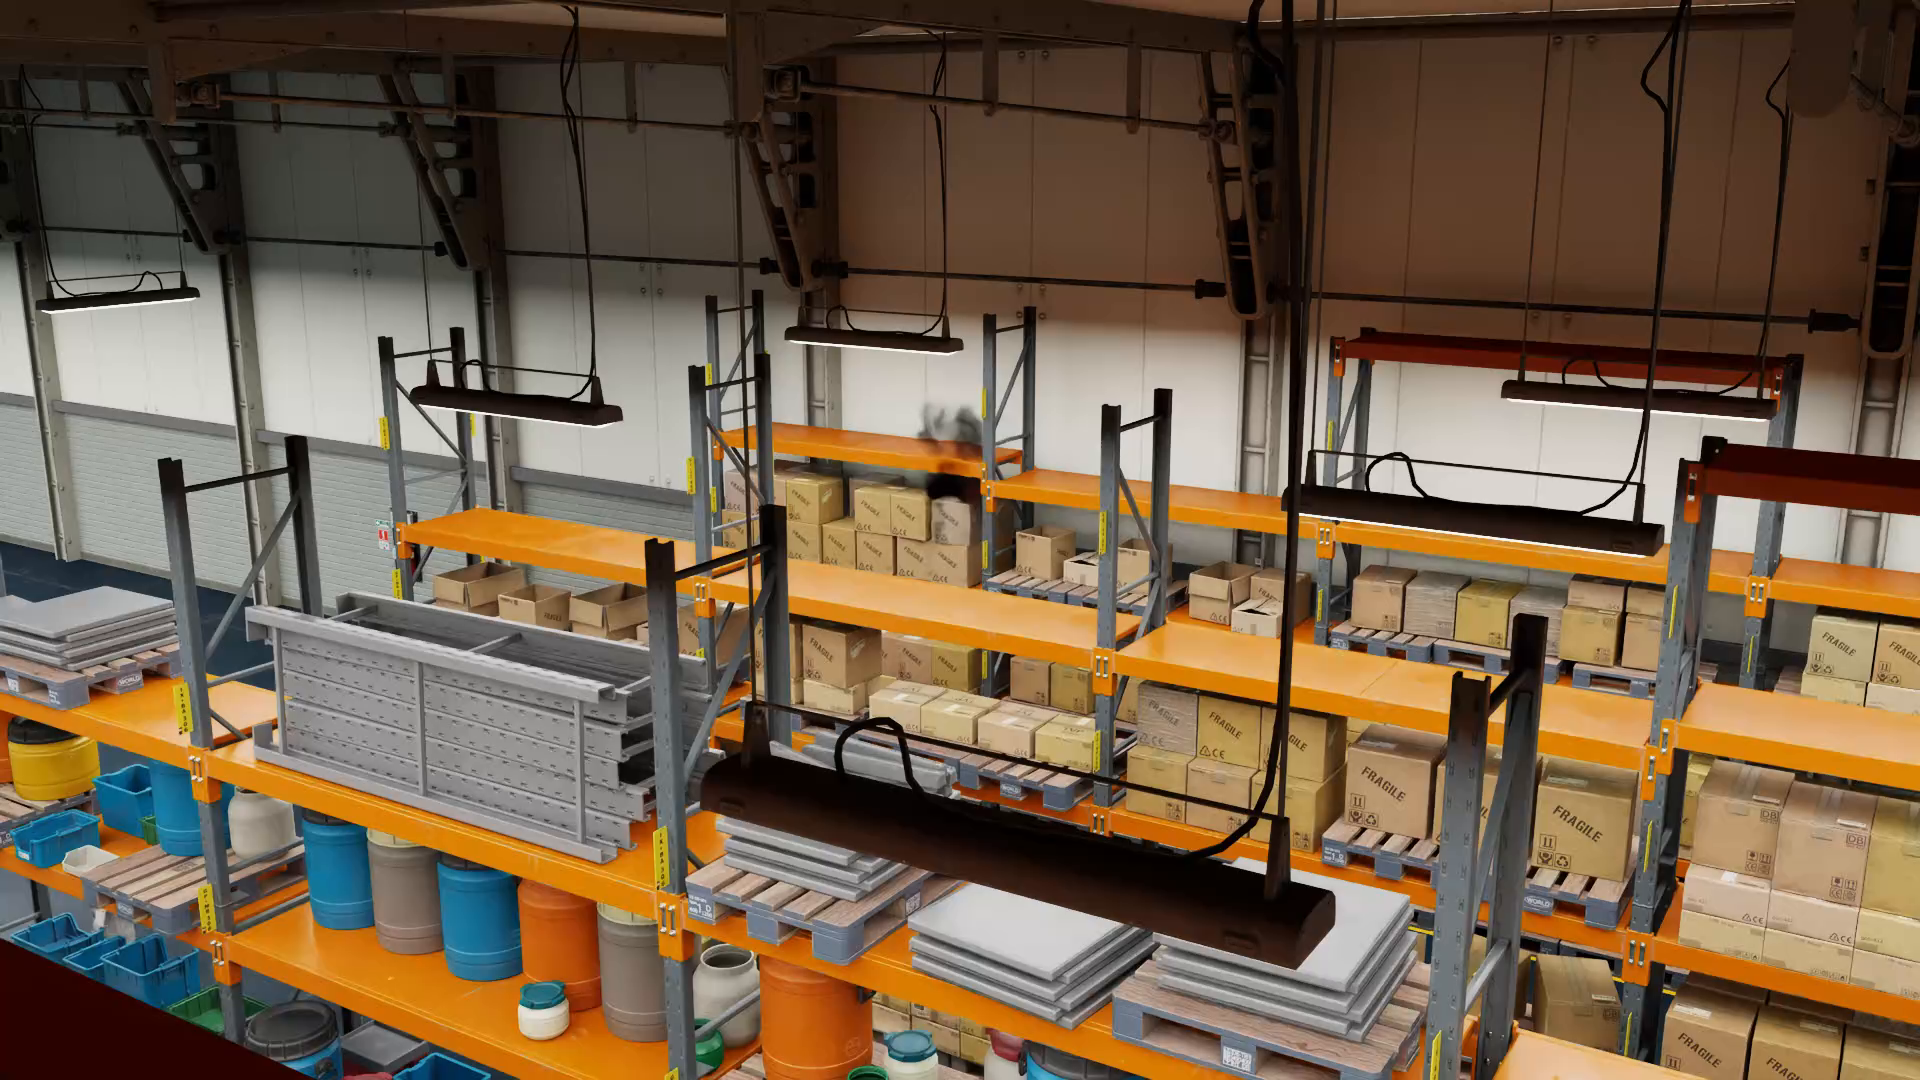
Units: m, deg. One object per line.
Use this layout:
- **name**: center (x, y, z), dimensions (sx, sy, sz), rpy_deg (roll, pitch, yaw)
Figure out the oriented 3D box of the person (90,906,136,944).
- **person**: center (-7.669, 3.685, 15.176), dimensions (0.578, 1.563, 0.575), rpy_deg (5, 15, 19)
